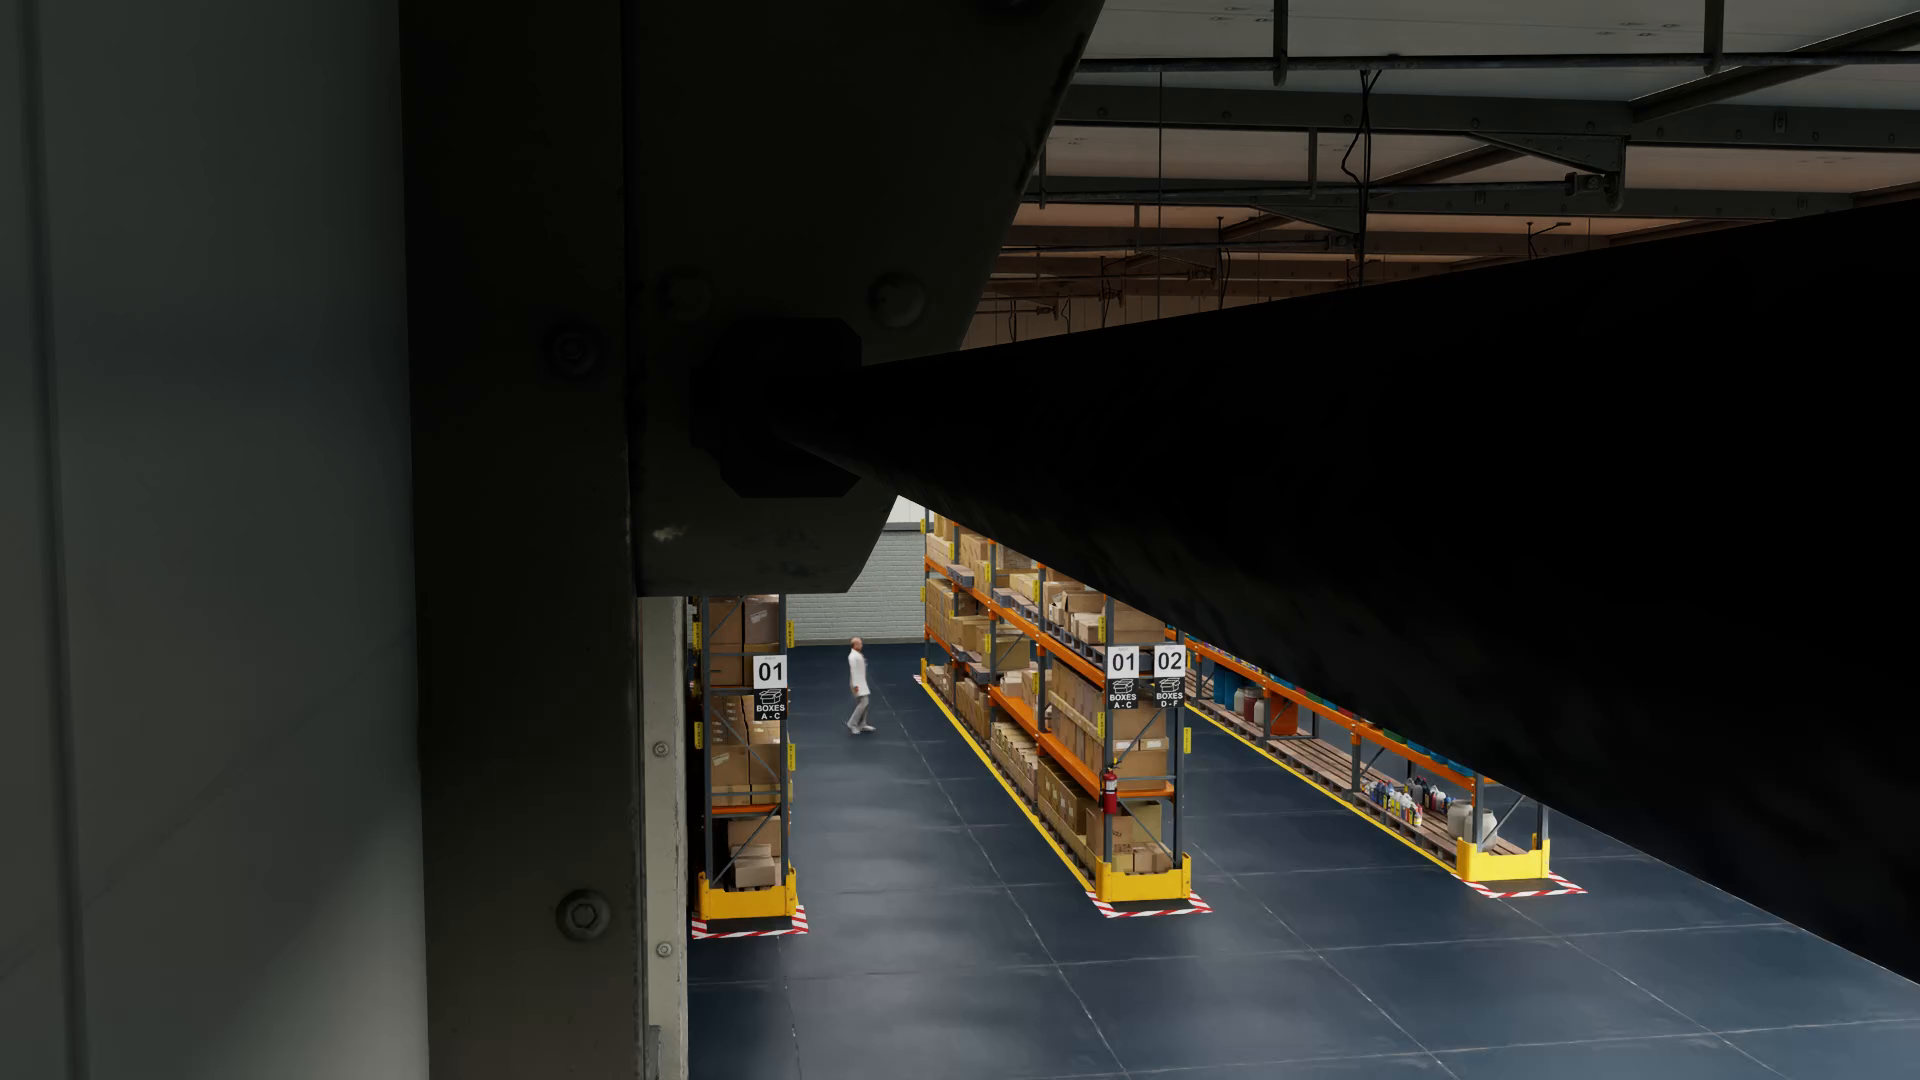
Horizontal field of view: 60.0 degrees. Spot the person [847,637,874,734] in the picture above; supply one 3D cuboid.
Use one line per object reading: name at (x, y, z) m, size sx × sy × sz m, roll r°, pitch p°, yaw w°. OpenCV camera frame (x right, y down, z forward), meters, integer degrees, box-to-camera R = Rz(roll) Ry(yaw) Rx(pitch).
person at (-1.846, 2.748, 31.207) m, size 0.452 × 1.798 × 0.589 m, roll 1°, pitch 5°, yaw 6°
